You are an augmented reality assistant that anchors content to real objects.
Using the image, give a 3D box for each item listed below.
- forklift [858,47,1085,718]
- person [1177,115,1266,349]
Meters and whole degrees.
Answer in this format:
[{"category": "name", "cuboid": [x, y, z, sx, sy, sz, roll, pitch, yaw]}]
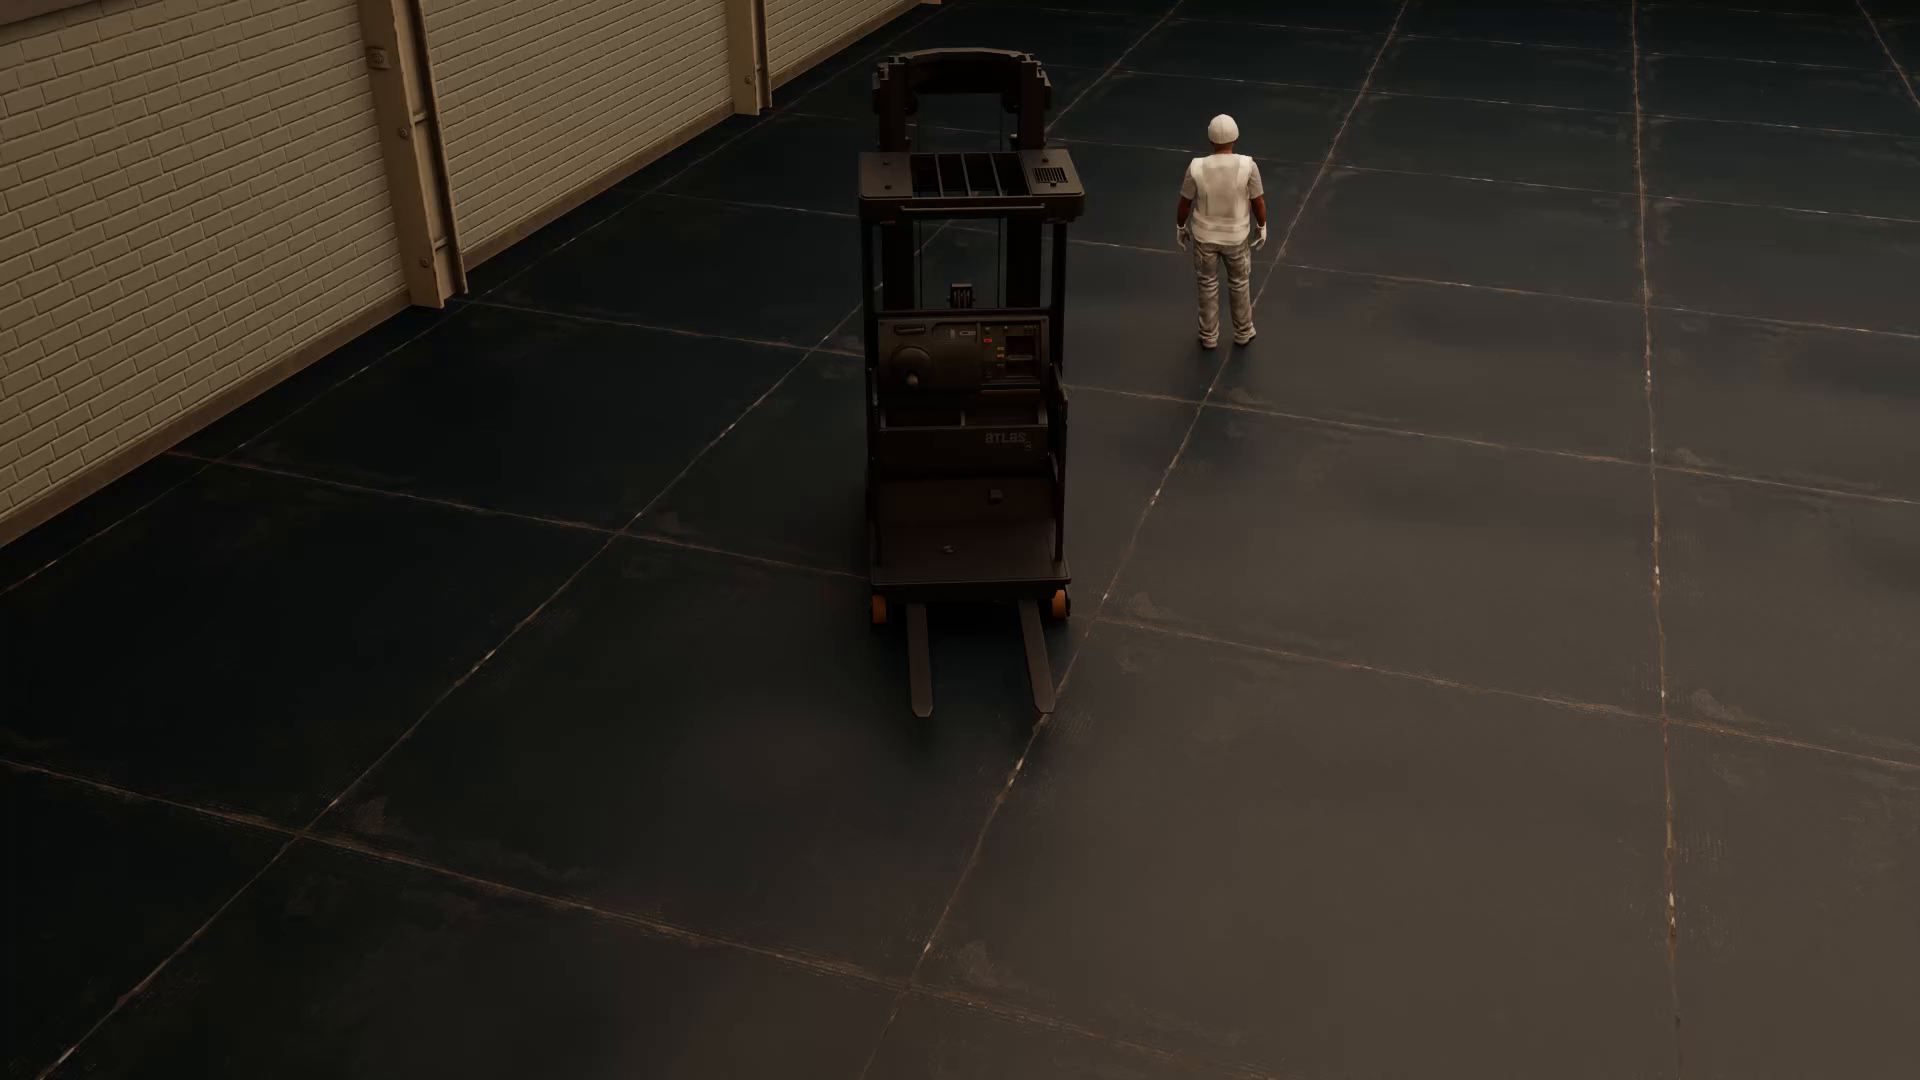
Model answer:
[{"category": "forklift", "cuboid": [0.035, -0.972, 8.842, 1.130, 2.935, 3.031, -2, 30, -3]}, {"category": "person", "cuboid": [1.934, -2.288, 12.295, 0.656, 1.785, 0.575, 5, 30, 9]}]
